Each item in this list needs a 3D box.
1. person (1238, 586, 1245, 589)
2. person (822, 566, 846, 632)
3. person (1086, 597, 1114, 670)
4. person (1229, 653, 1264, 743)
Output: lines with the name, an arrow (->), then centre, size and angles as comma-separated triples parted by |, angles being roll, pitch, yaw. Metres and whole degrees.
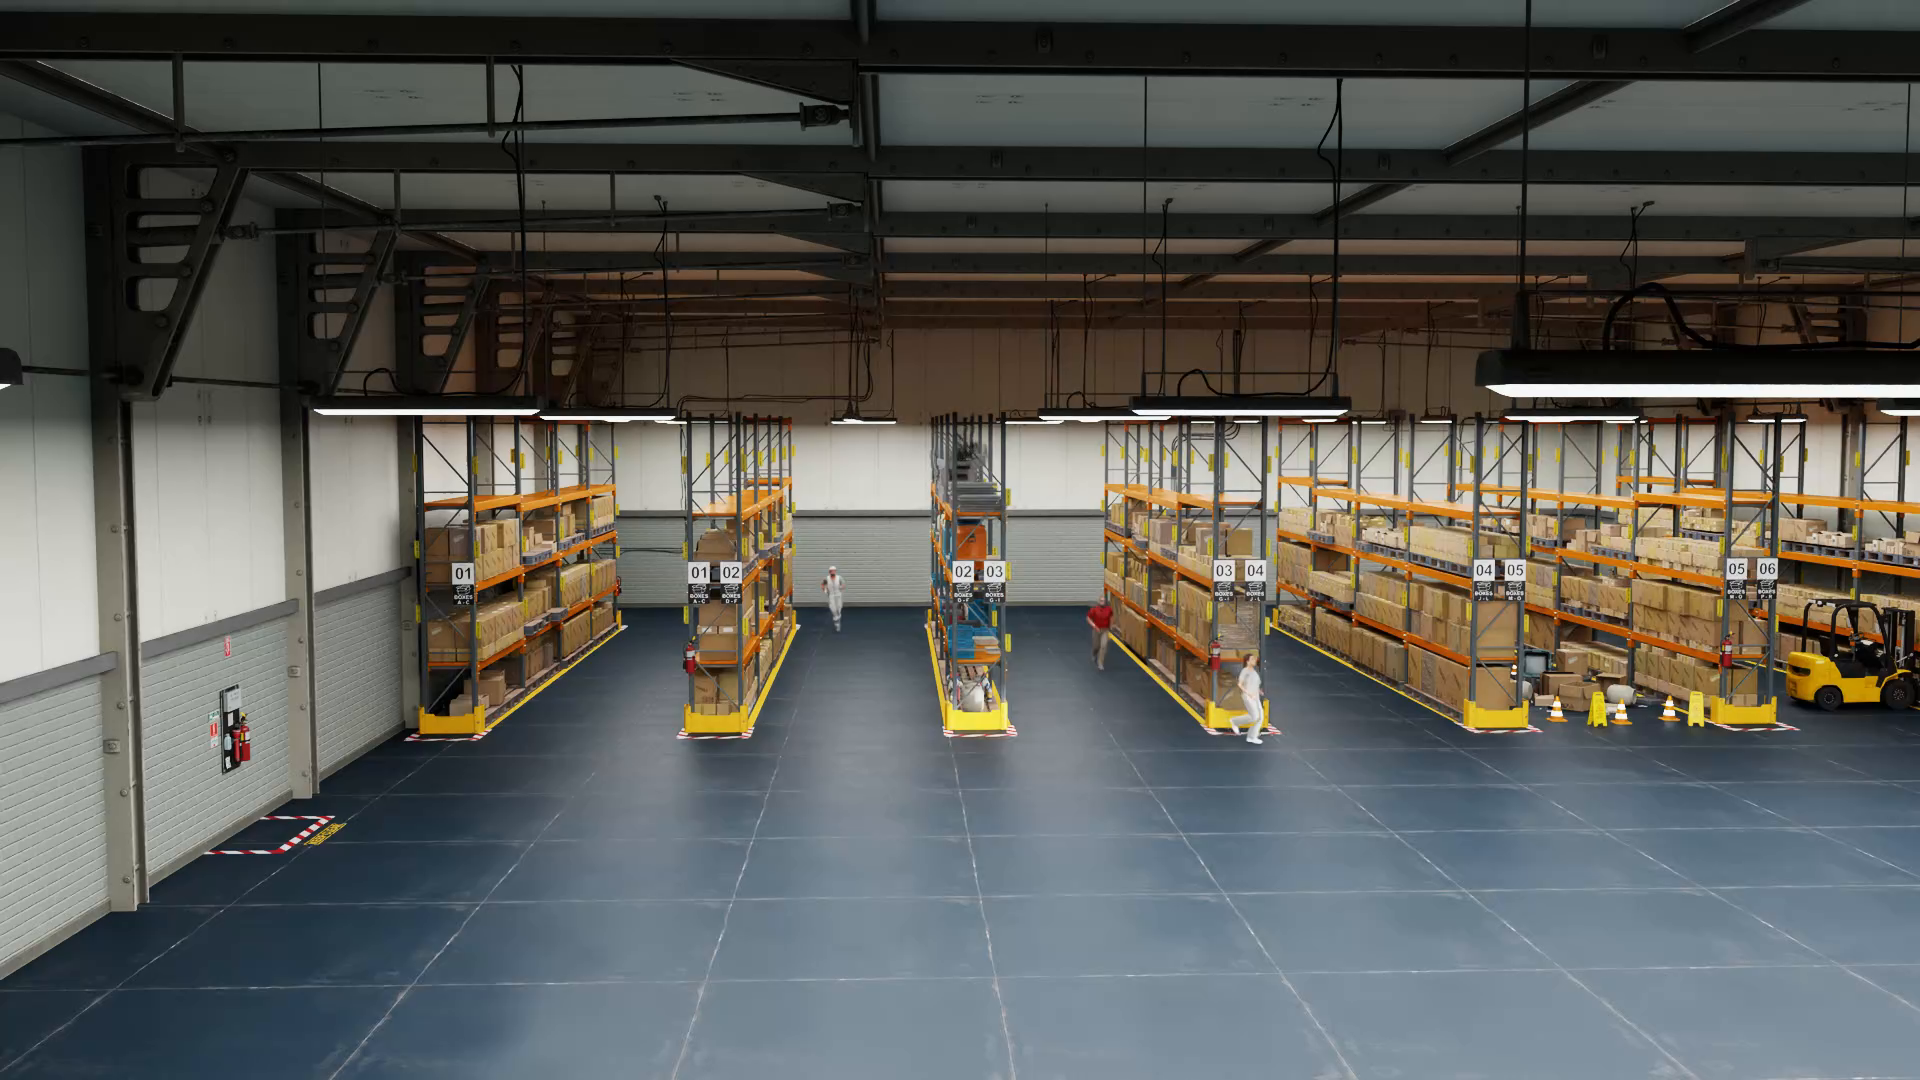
person -> 8.153, 1.645, 47.659 | 0.676, 1.708, 0.776 | 1, 4, 17
person -> -3.542, 1.639, 46.824 | 0.661, 1.812, 0.894 | -1, 4, -13
person -> 3.340, 2.195, 39.540 | 0.687, 1.722, 0.911 | -1, 4, -7
person -> 5.226, 2.875, 30.206 | 0.623, 1.598, 0.565 | 3, 5, 36
